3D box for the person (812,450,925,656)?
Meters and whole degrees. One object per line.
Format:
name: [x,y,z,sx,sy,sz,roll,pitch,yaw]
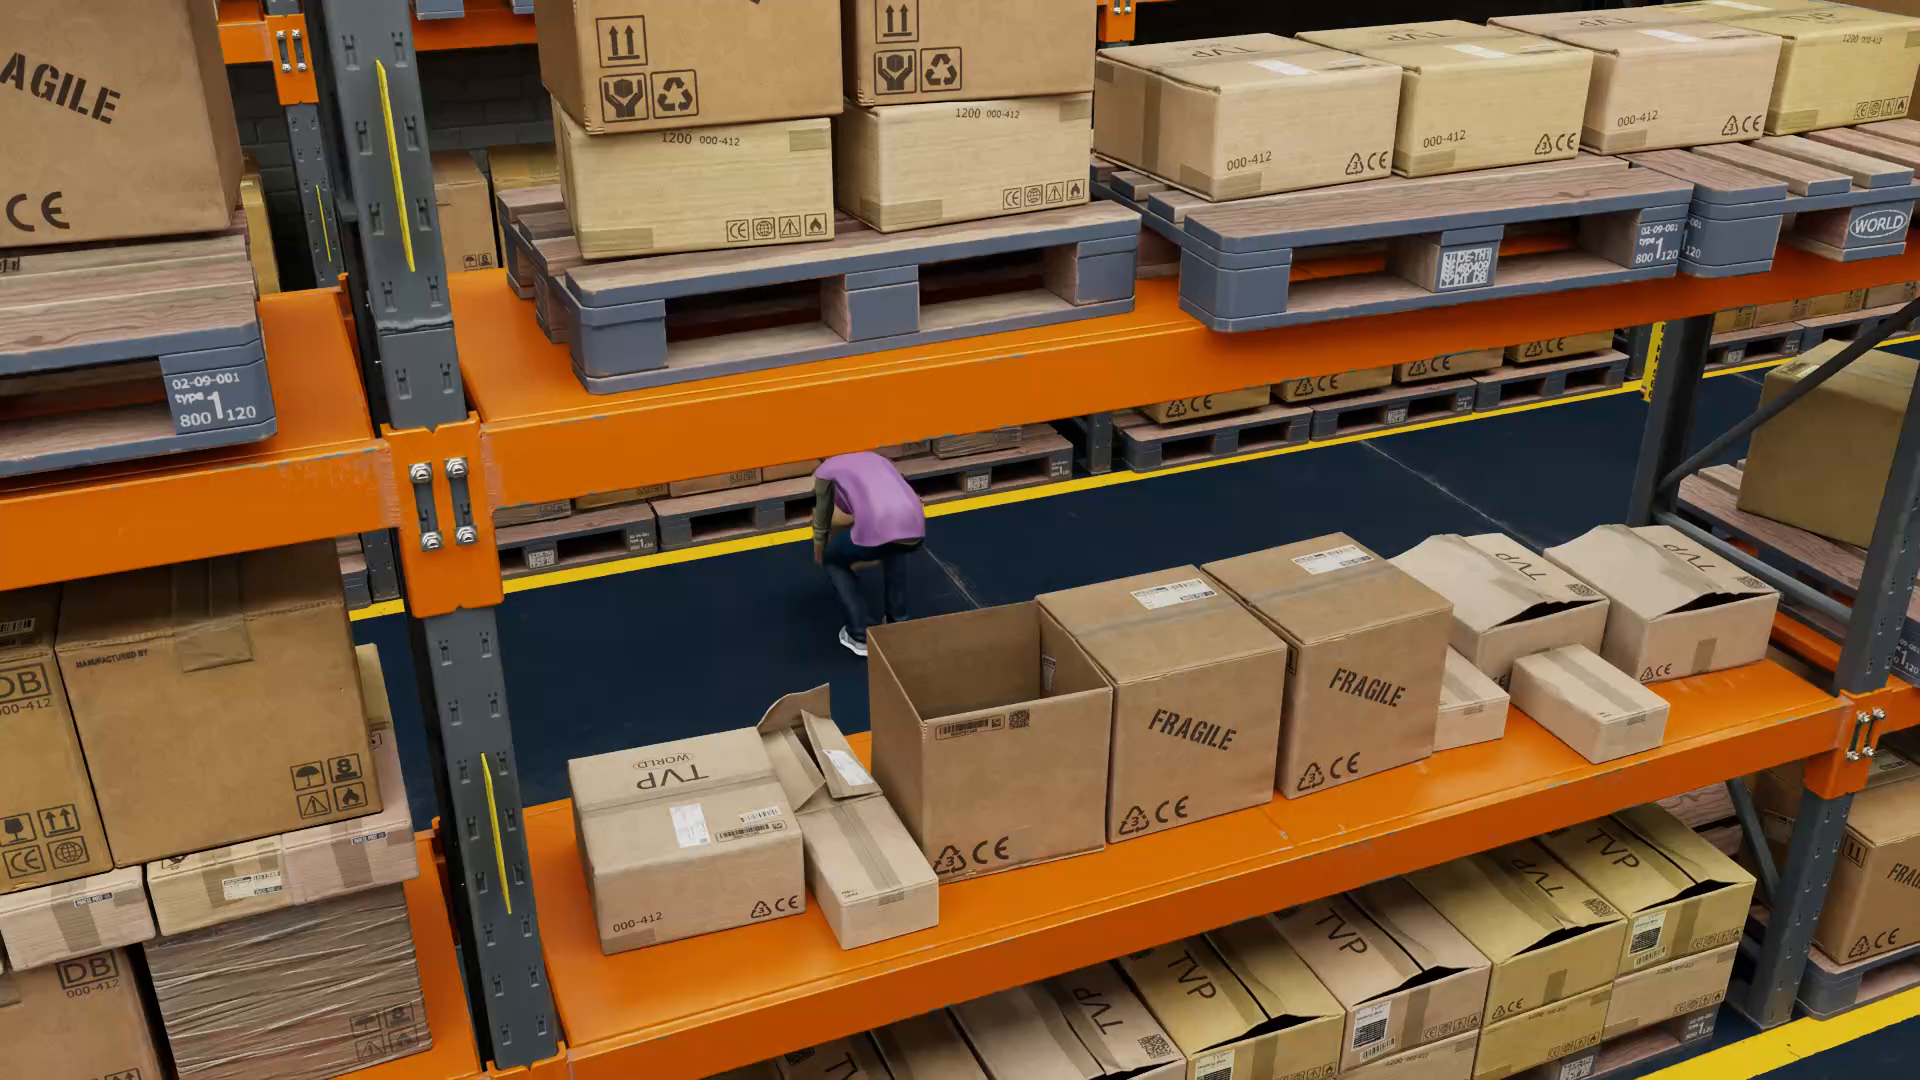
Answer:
person: [-0.453,0.018,7.845,0.424,0.928,0.862,-12,29,-23]
